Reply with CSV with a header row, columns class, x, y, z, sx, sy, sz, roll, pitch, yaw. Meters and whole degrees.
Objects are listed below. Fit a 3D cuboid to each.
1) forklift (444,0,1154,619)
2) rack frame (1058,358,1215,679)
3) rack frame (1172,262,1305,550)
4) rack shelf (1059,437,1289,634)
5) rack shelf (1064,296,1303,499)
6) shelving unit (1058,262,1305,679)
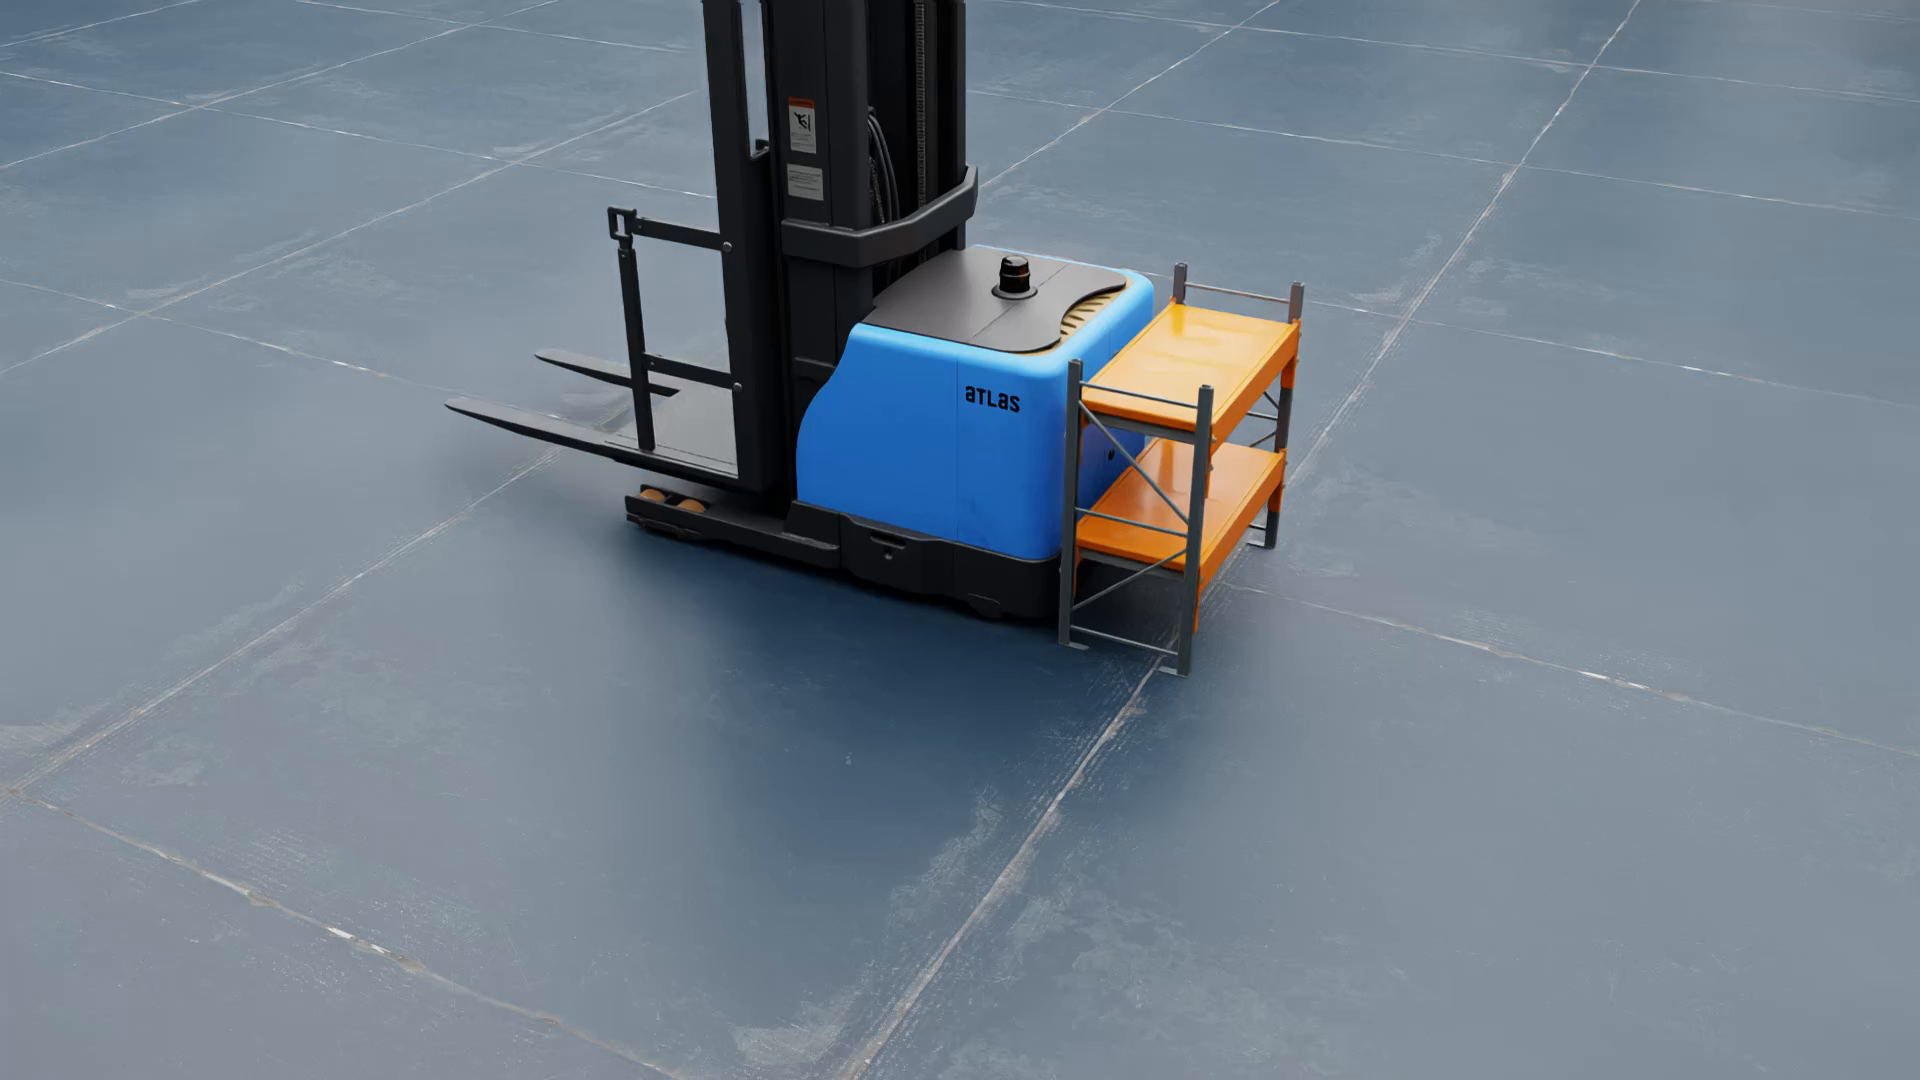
class,x,y,z,sx,sy,sz,roll,pitch,yaw
forklift,-0.791,-1.482,6.388,3.031,2.935,1.130,14,33,24
rack frame,0.590,-0.057,5.720,0.500,1.125,0.032,14,33,23
rack frame,1.045,-0.510,6.508,0.500,1.125,0.032,14,33,23
rack shelf,0.817,-0.071,6.236,0.538,0.278,1.000,14,33,23
rack shelf,0.817,-0.537,5.968,0.538,0.278,1.000,14,33,23
shelving unit,0.817,-0.283,6.114,0.538,1.125,1.048,14,33,23
